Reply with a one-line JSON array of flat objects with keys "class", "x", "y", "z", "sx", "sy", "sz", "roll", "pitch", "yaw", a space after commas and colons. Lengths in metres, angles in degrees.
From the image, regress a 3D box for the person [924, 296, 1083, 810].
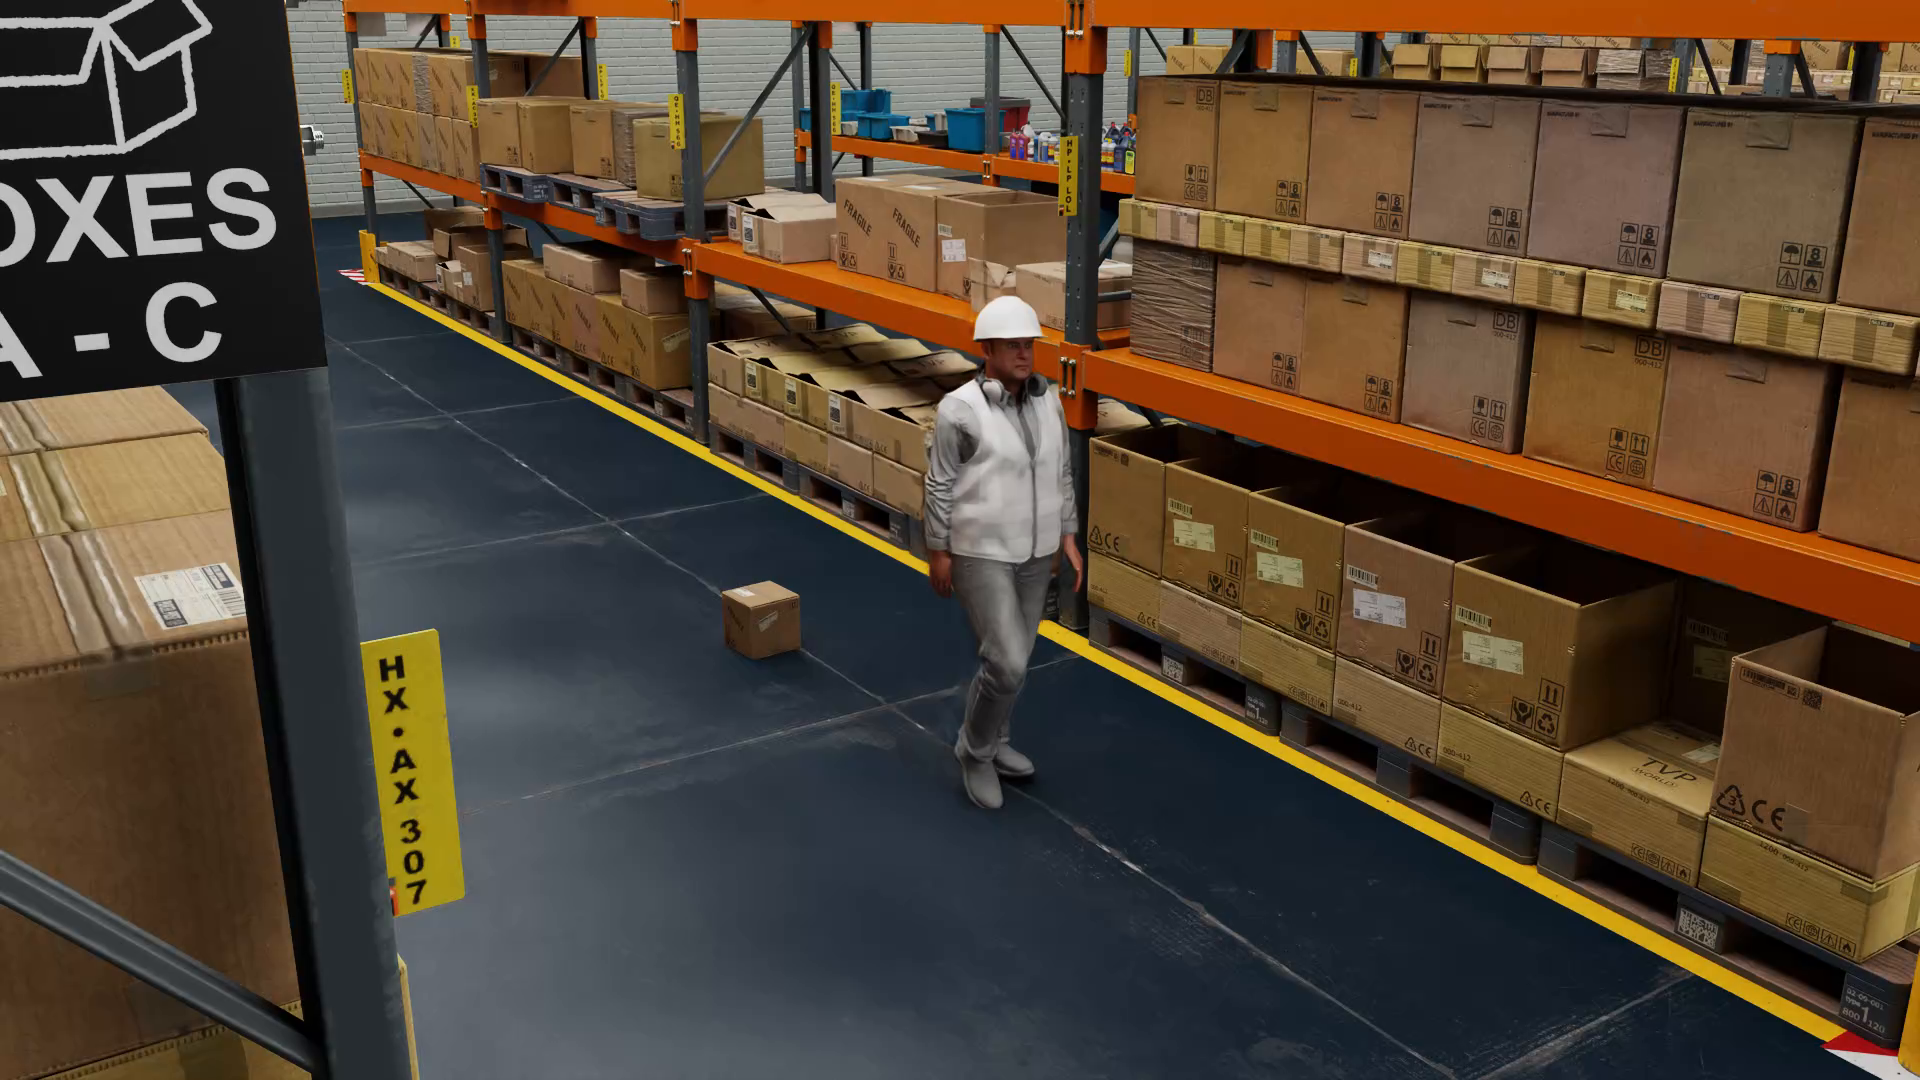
[{"class": "person", "x": 0.170, "y": 0.057, "z": 5.829, "sx": 0.547, "sy": 1.816, "sz": 0.501, "roll": -14, "pitch": 22, "yaw": -36}]
